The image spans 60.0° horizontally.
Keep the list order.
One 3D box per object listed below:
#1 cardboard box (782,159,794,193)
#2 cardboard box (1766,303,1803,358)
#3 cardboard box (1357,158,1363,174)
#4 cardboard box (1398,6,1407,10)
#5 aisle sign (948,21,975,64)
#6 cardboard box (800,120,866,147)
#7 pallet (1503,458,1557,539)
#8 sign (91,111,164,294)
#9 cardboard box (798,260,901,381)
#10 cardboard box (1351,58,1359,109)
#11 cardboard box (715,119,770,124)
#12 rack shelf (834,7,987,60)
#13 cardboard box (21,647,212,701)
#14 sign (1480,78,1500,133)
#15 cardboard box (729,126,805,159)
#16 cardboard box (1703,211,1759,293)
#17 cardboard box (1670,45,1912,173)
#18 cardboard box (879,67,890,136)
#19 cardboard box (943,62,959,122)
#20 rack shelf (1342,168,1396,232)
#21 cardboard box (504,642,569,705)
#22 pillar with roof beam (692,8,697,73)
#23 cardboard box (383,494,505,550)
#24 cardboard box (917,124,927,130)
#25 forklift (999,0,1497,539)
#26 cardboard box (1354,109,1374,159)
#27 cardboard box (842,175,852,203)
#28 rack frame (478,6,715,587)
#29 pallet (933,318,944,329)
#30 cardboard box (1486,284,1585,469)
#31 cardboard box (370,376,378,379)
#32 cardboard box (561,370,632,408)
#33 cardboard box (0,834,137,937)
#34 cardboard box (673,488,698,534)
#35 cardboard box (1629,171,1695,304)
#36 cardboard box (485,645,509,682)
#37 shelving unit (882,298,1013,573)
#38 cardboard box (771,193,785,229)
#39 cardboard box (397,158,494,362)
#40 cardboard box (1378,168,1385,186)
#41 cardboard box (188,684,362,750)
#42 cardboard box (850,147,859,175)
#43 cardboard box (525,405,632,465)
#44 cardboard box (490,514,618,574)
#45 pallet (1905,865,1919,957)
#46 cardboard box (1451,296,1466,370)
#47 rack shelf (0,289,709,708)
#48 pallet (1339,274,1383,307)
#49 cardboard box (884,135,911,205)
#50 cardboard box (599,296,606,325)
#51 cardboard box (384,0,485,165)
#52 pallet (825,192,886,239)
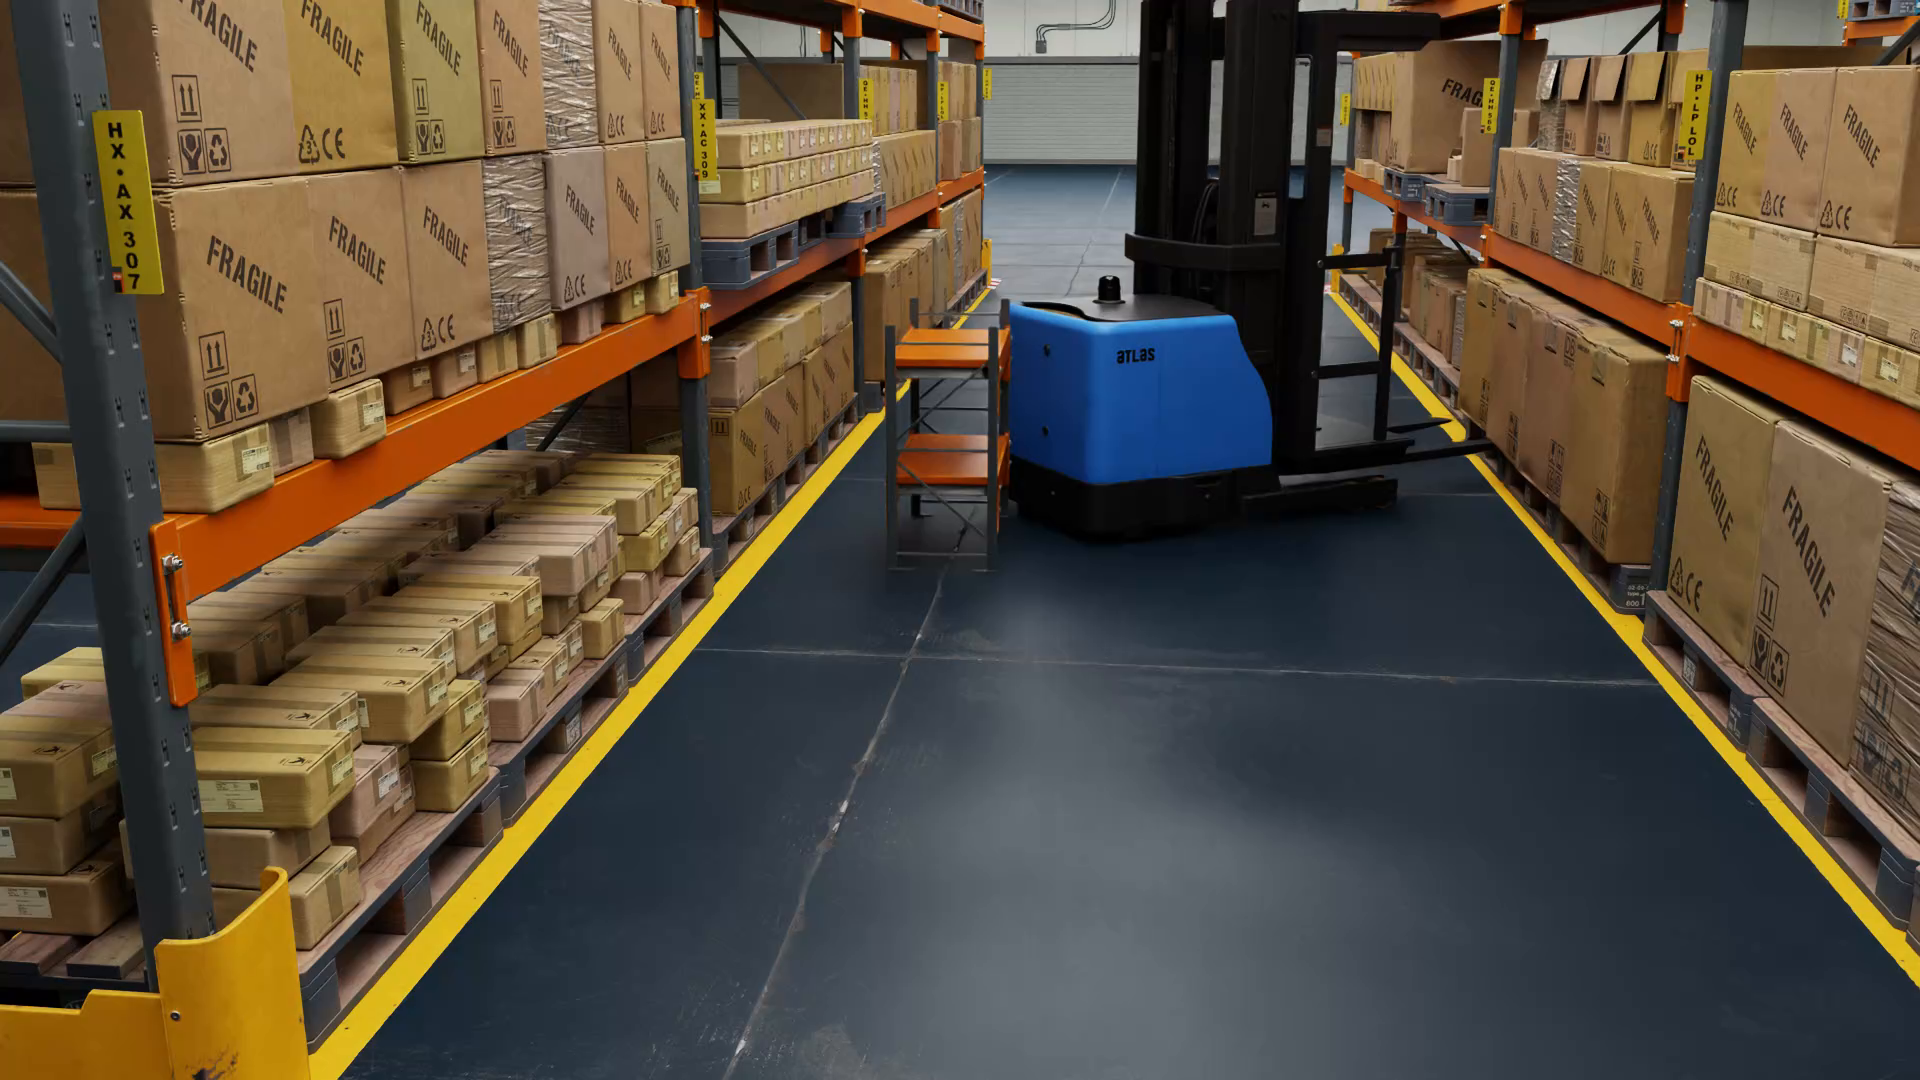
[{"bbox_3d":[-1.009,-1.759,8.029,0.380,0.149,0.250,1,15,4],"label":"cardboard box"},{"bbox_3d":[2.871,-0.679,5.407,0.380,0.149,0.250,1,15,5],"label":"cardboard box"},{"bbox_3d":[4.316,-3.867,17.199,0.380,0.149,0.250,2,15,6],"label":"cardboard box"},{"bbox_3d":[4.016,-4.648,14.146,0.500,0.250,0.500,2,15,8],"label":"cardboard box"},{"bbox_3d":[0.065,-5.621,18.222,0.394,0.787,0.004,2,15,6],"label":"aisle sign"},{"bbox_3d":[-0.775,-2.444,9.993,0.380,0.149,0.250,2,15,6],"label":"cardboard box"},{"bbox_3d":[3.469,-0.245,8.665,1.003,0.211,1.213,2,15,6],"label":"pallet"},{"bbox_3d":[-1.508,-0.609,3.008,0.100,0.325,0.005,2,15,6],"label":"sign"},{"bbox_3d":[-0.986,-1.553,11.666,1.050,0.750,0.750,1,15,5],"label":"cardboard box"},{"bbox_3d":[4.343,-4.724,17.209,0.500,0.500,0.500,2,15,6],"label":"cardboard box"},{"bbox_3d":[-1.389,-2.535,10.327,0.380,0.149,0.250,2,15,6],"label":"cardboard box"},{"bbox_3d":[-0.467,-4.938,16.310,1.077,0.370,4.000,2,15,6],"label":"rack shelf"},{"bbox_3d":[-2.250,0.401,4.452,0.380,0.149,0.250,1,15,5],"label":"cardboard box"},{"bbox_3d":[3.233,-2.643,10.125,0.100,0.325,0.005,2,15,6],"label":"sign"},{"bbox_3d":[-0.978,-1.971,8.243,0.380,0.149,0.250,2,15,6],"label":"cardboard box"},{"bbox_3d":[3.008,-1.029,5.938,0.500,0.250,0.500,1,15,5],"label":"cardboard box"},{"bbox_3d":[3.385,-1.770,6.849,0.797,0.503,0.637,1,15,5],"label":"cardboard box"},{"bbox_3d":[-0.915,-3.325,12.607,0.700,0.500,0.500,2,15,6],"label":"cardboard box"},{"bbox_3d":[-0.473,-4.289,15.922,0.875,0.550,0.550,2,15,6],"label":"cardboard box"},{"bbox_3d":[4.450,-3.318,16.065,1.077,0.370,4.000,2,15,6],"label":"rack shelf"},{"bbox_3d":[-1.508,0.439,5.450,0.380,0.149,0.250,2,15,6],"label":"cardboard box"},{"bbox_3d":[-3.415,-15.017,46.459,9.100,9.000,0.400,2,15,6],"label":"pillar with roof beam"},{"bbox_3d":[-1.917,-0.069,6.190,0.380,0.149,0.250,1,15,5],"label":"cardboard box"},{"bbox_3d":[-0.663,-3.487,15.025,0.875,0.550,0.550,2,15,6],"label":"cardboard box"},{"bbox_3d":[1.736,-1.672,8.730,3.031,2.935,1.130,-8,17,-26],"label":"forklift"},{"bbox_3d":[4.586,-4.234,17.313,0.875,0.500,0.500,2,15,6],"label":"cardboard box"},{"bbox_3d":[-0.833,-2.026,9.584,0.380,0.149,0.250,1,15,6],"label":"cardboard box"},{"bbox_3d":[-1.595,-1.244,7.016,1.000,3.000,0.127,2,15,6],"label":"rack frame"},{"bbox_3d":[-0.705,-1.770,14.305,1.003,0.211,1.213,2,15,6],"label":"pallet"},{"bbox_3d":[3.566,-0.877,8.924,1.225,0.875,0.875,2,15,6],"label":"cardboard box"},{"bbox_3d":[-1.720,-0.366,4.252,0.380,0.149,0.250,2,15,9],"label":"cardboard box"},{"bbox_3d":[-1.763,-0.803,7.932,0.500,0.250,0.500,1,15,5],"label":"cardboard box"},{"bbox_3d":[-2.195,0.824,4.025,0.380,0.149,0.250,2,15,7],"label":"cardboard box"},{"bbox_3d":[-1.315,-0.123,6.958,0.380,0.149,0.250,2,15,7],"label":"cardboard box"},{"bbox_3d":[3.103,-1.249,6.844,0.500,0.500,0.500,2,15,6],"label":"cardboard box"},{"bbox_3d":[-1.644,0.353,5.197,0.380,0.149,0.250,2,15,9],"label":"cardboard box"},{"bbox_3d":[-0.041,-0.533,7.977,0.538,1.125,1.048,1,15,4],"label":"shelving unit"},{"bbox_3d":[-1.036,-1.551,7.828,0.380,0.149,0.250,2,15,7],"label":"cardboard box"},{"bbox_3d":[-1.619,-0.773,4.513,0.500,0.500,0.500,2,15,7],"label":"cardboard box"},{"bbox_3d":[3.999,-3.286,15.047,0.380,0.149,0.250,2,15,6],"label":"cardboard box"},{"bbox_3d":[-1.739,0.479,4.162,0.380,0.149,0.250,2,15,7],"label":"cardboard box"},{"bbox_3d":[-0.803,-2.227,9.760,0.380,0.149,0.250,2,15,8],"label":"cardboard box"},{"bbox_3d":[-1.762,-0.439,8.025,0.500,0.500,0.500,1,15,5],"label":"cardboard box"},{"bbox_3d":[-1.433,0.012,5.887,0.380,0.149,0.250,1,15,4],"label":"cardboard box"},{"bbox_3d":[2.883,1.102,3.682,1.003,0.211,1.213,2,15,6],"label":"pallet"},{"bbox_3d":[3.878,-1.433,11.663,0.700,0.500,0.500,0,15,2],"label":"cardboard box"},{"bbox_3d":[-1.821,-0.378,5.192,1.077,0.370,4.000,2,15,6],"label":"rack shelf"},{"bbox_3d":[4.540,-2.609,17.405,1.003,0.211,1.213,2,15,6],"label":"pallet"},{"bbox_3d":[-0.655,-2.830,12.690,0.500,0.500,0.500,2,15,6],"label":"cardboard box"},{"bbox_3d":[-1.503,-0.839,6.001,0.380,0.149,0.250,1,15,5],"label":"cardboard box"},{"bbox_3d":[-1.601,-1.255,4.380,0.500,0.500,0.500,1,15,5],"label":"cardboard box"},{"bbox_3d":[-1.119,-2.001,10.183,1.213,0.211,1.003,2,15,6],"label":"pallet"}]
